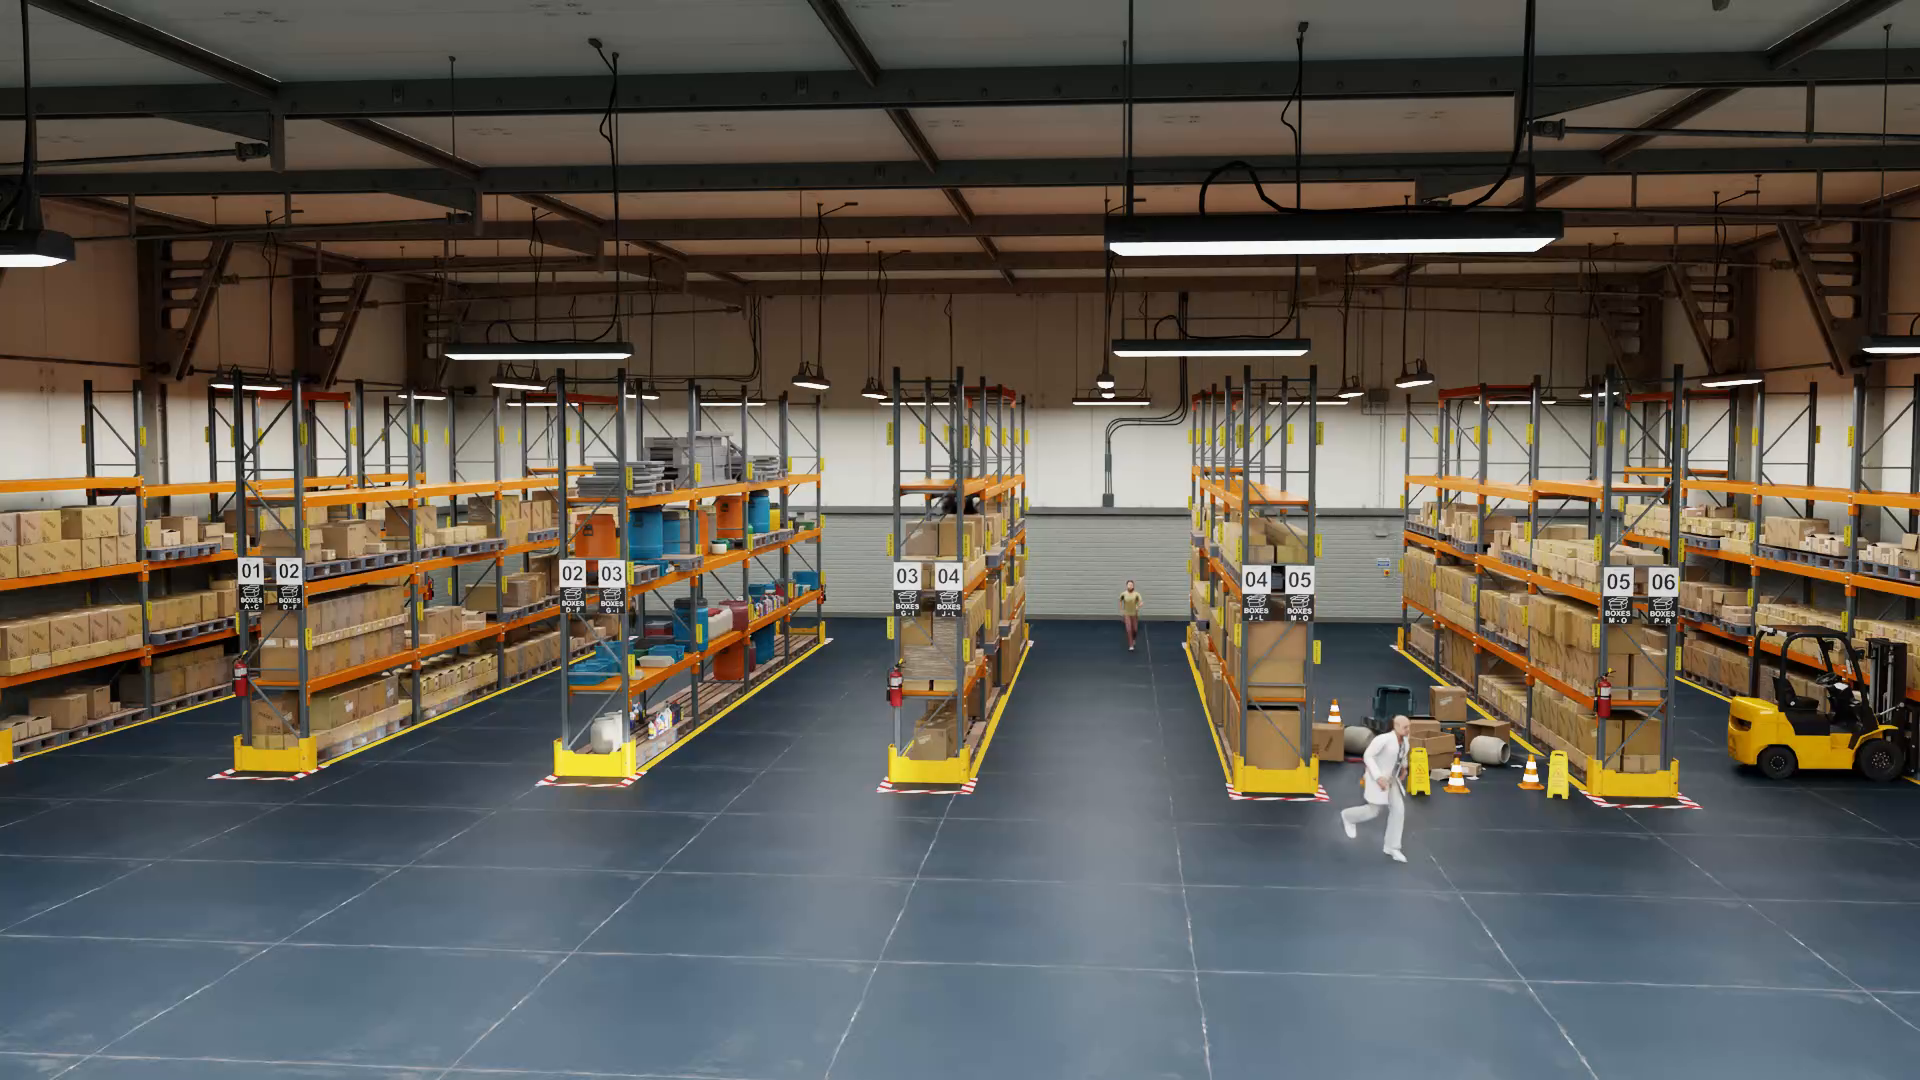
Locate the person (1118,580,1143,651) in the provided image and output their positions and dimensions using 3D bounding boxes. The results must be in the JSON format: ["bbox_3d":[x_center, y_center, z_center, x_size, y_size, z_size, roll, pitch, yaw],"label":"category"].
[{"bbox_3d":[3.997,1.725,39.044,0.574,1.568,0.681,0,4,4],"label":"person"}]

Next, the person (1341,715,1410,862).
[{"bbox_3d":[5.020,2.926,20.016,0.730,1.738,1.030,-3,5,-39],"label":"person"}]

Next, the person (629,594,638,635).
[{"bbox_3d":[-8.369,1.536,41.980,0.681,1.759,0.772,2,4,23],"label":"person"}]
